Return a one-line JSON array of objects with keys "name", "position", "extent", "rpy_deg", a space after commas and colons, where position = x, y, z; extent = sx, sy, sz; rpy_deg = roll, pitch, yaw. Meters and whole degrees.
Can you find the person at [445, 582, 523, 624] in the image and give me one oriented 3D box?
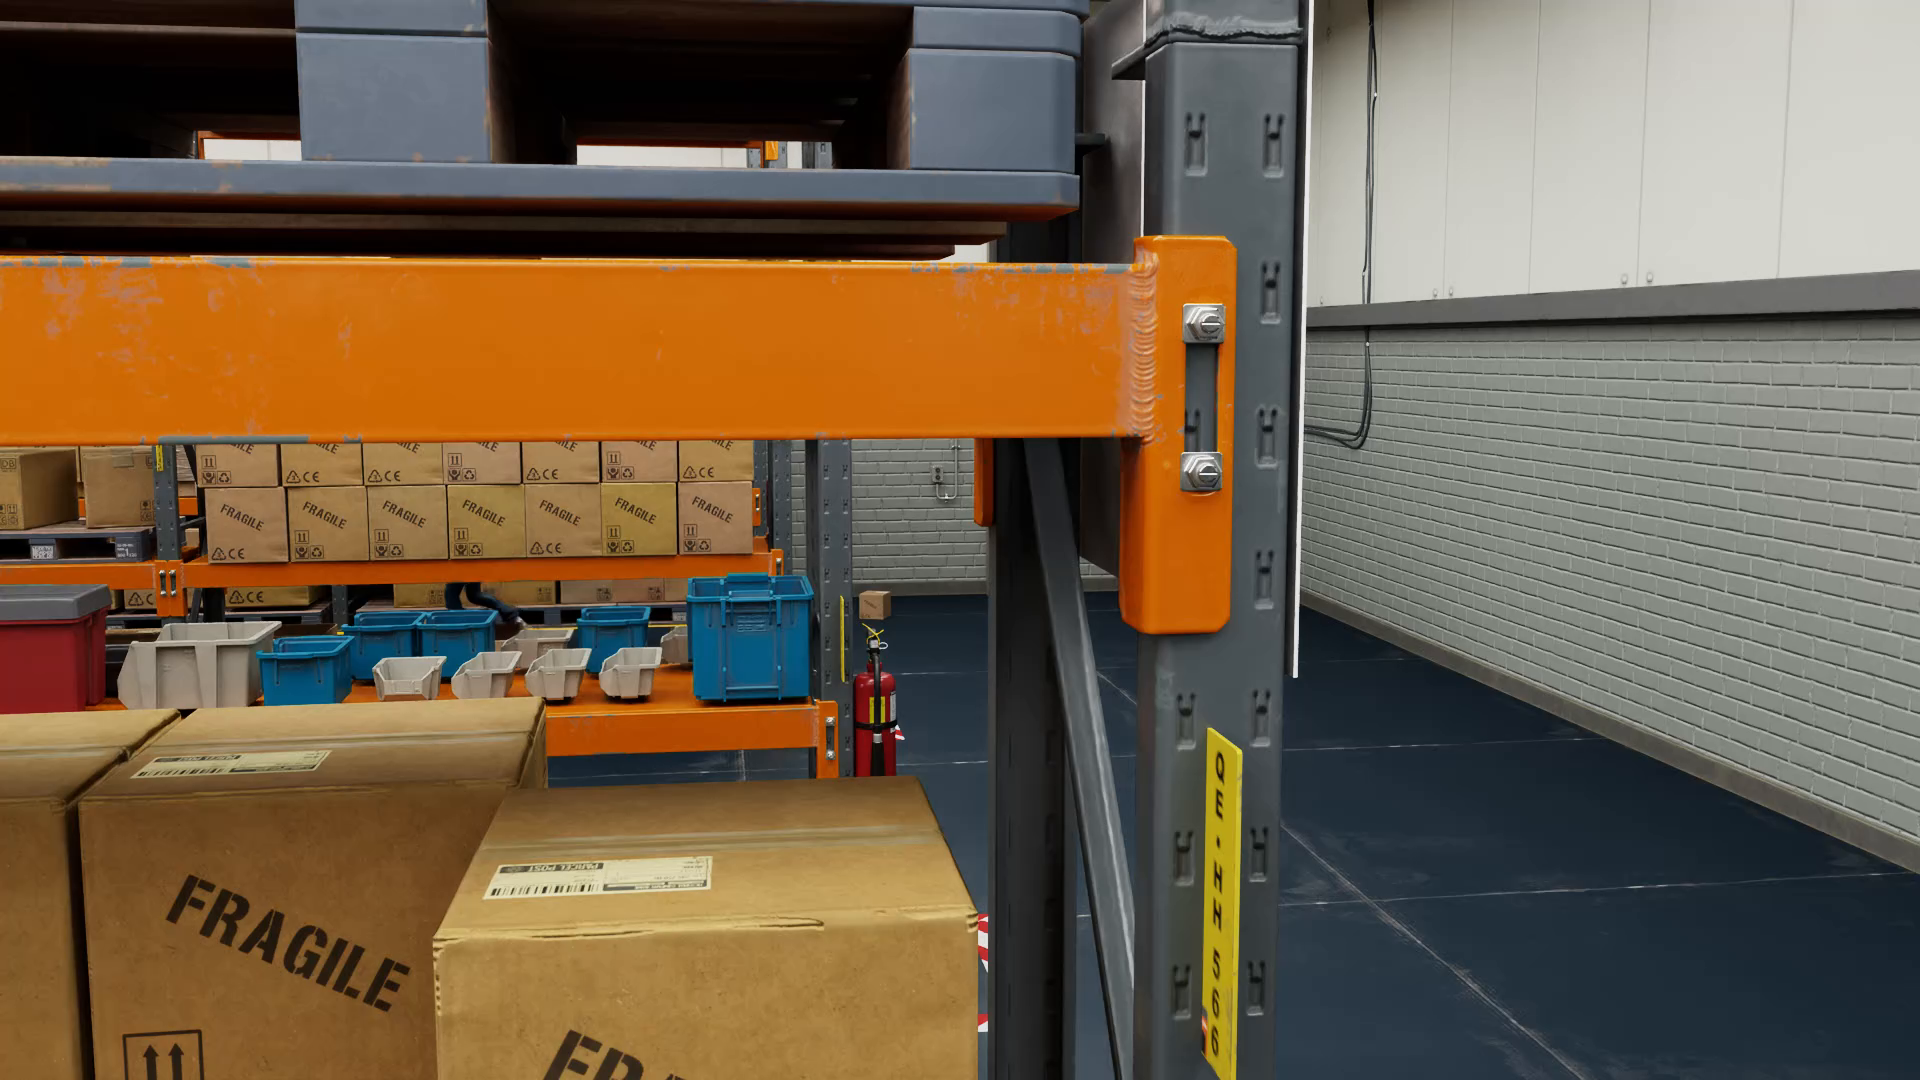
[{"name": "person", "position": [-4.368, 0.178, 14.923], "extent": [0.819, 1.570, 0.409], "rpy_deg": [-1, 7, -8]}]
